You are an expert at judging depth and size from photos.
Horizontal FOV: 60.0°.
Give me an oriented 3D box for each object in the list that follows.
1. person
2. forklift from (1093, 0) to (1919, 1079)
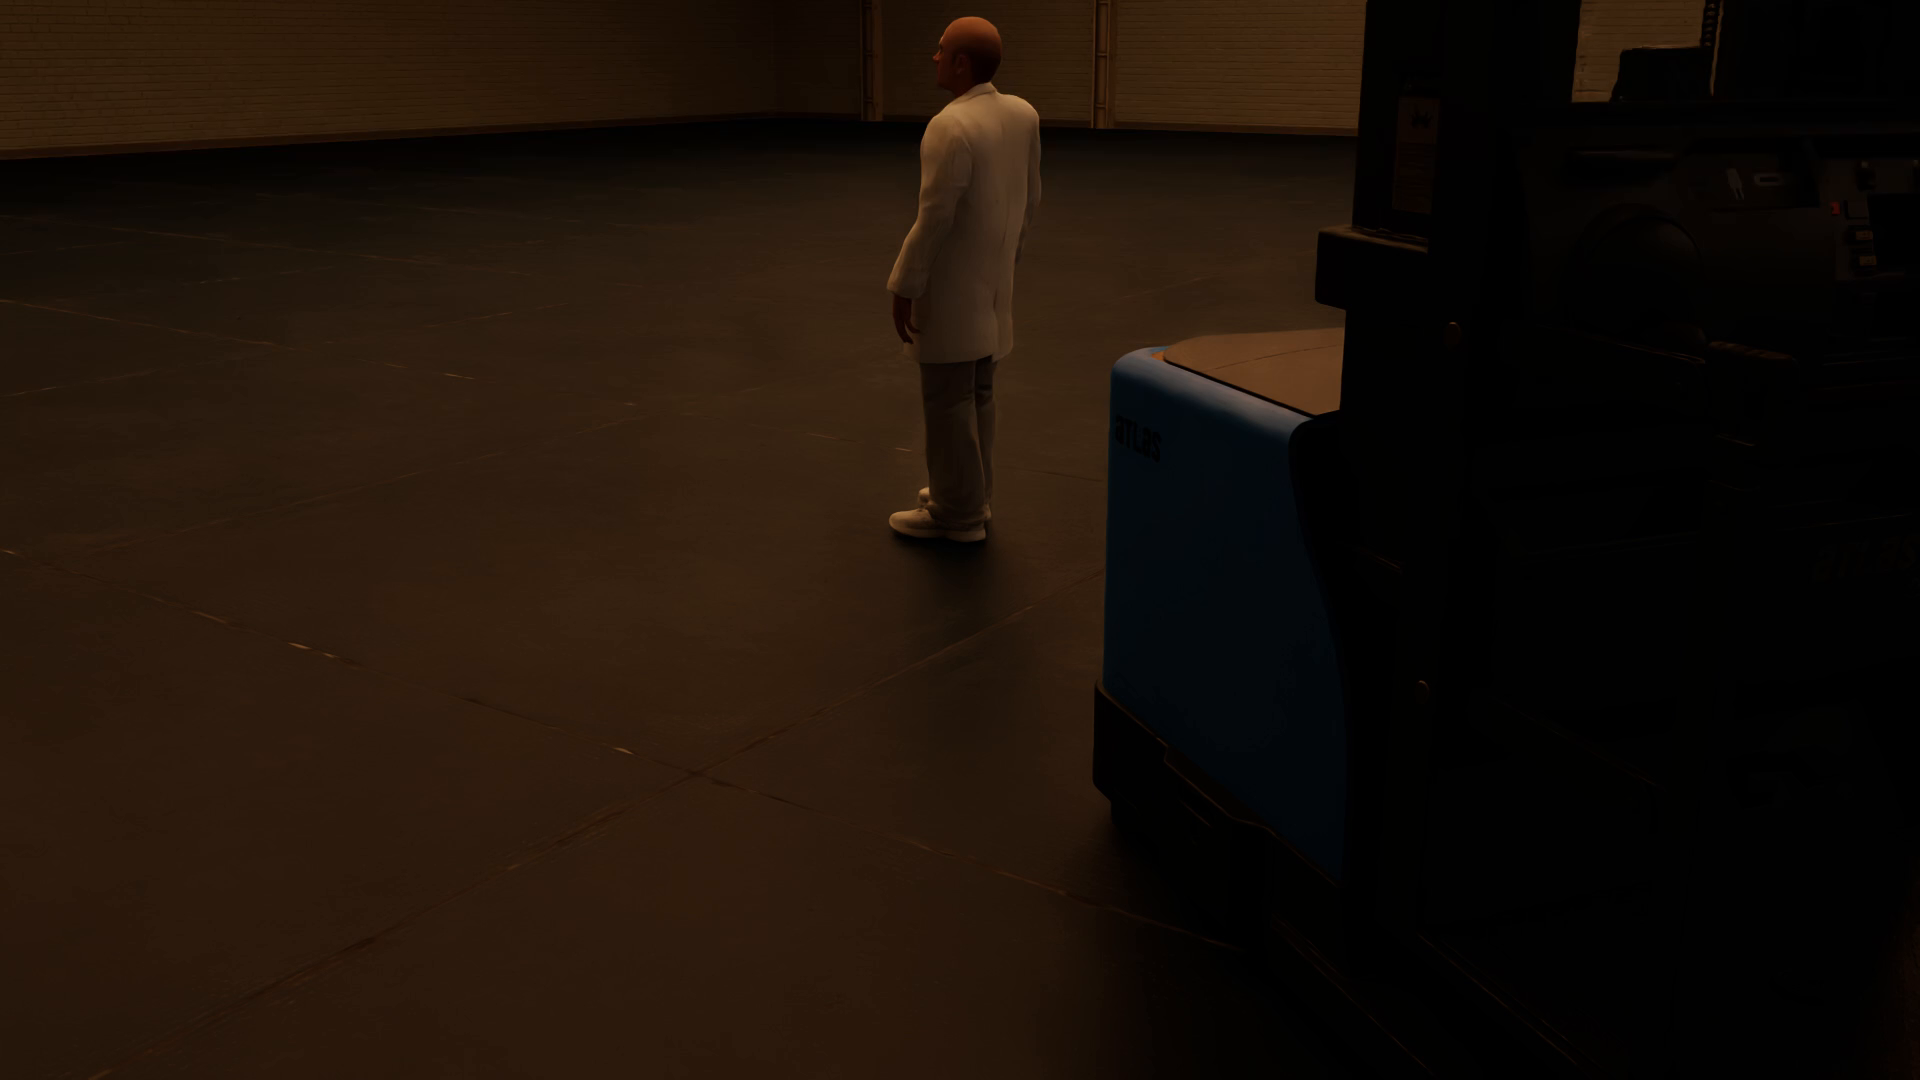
[{"bbox_3d":[-0.073,-0.874,5.744,0.578,1.778,0.696,11,20,33],"label":"person"},{"bbox_3d":[1.295,-0.442,2.309,1.130,2.935,3.031,-6,18,-19],"label":"forklift"}]
